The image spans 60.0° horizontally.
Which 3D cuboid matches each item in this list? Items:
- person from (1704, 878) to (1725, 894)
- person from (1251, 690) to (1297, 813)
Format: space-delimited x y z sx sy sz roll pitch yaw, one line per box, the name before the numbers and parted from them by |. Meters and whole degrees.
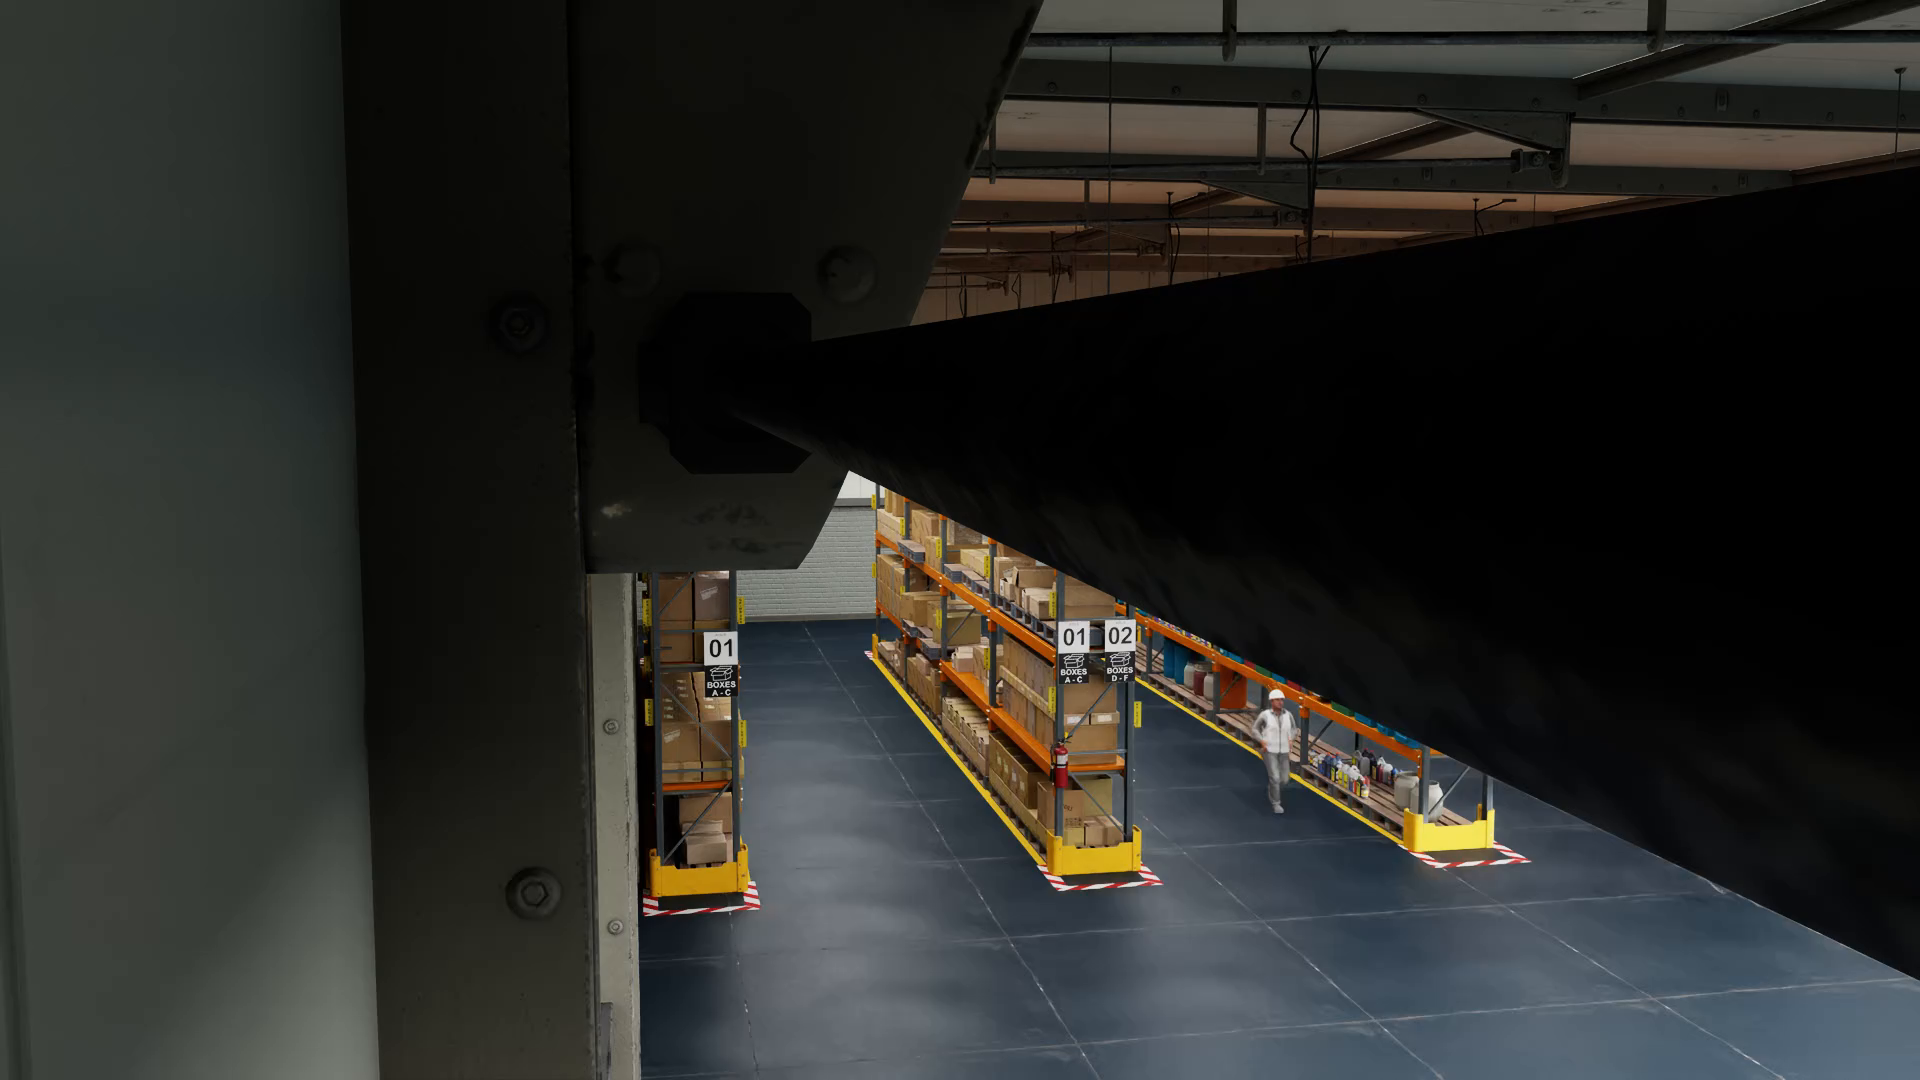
person | 9.330 3.484 19.746 0.853 1.690 0.591 3 6 23
person | 4.533 3.013 23.906 0.683 1.743 0.675 -1 6 -11
